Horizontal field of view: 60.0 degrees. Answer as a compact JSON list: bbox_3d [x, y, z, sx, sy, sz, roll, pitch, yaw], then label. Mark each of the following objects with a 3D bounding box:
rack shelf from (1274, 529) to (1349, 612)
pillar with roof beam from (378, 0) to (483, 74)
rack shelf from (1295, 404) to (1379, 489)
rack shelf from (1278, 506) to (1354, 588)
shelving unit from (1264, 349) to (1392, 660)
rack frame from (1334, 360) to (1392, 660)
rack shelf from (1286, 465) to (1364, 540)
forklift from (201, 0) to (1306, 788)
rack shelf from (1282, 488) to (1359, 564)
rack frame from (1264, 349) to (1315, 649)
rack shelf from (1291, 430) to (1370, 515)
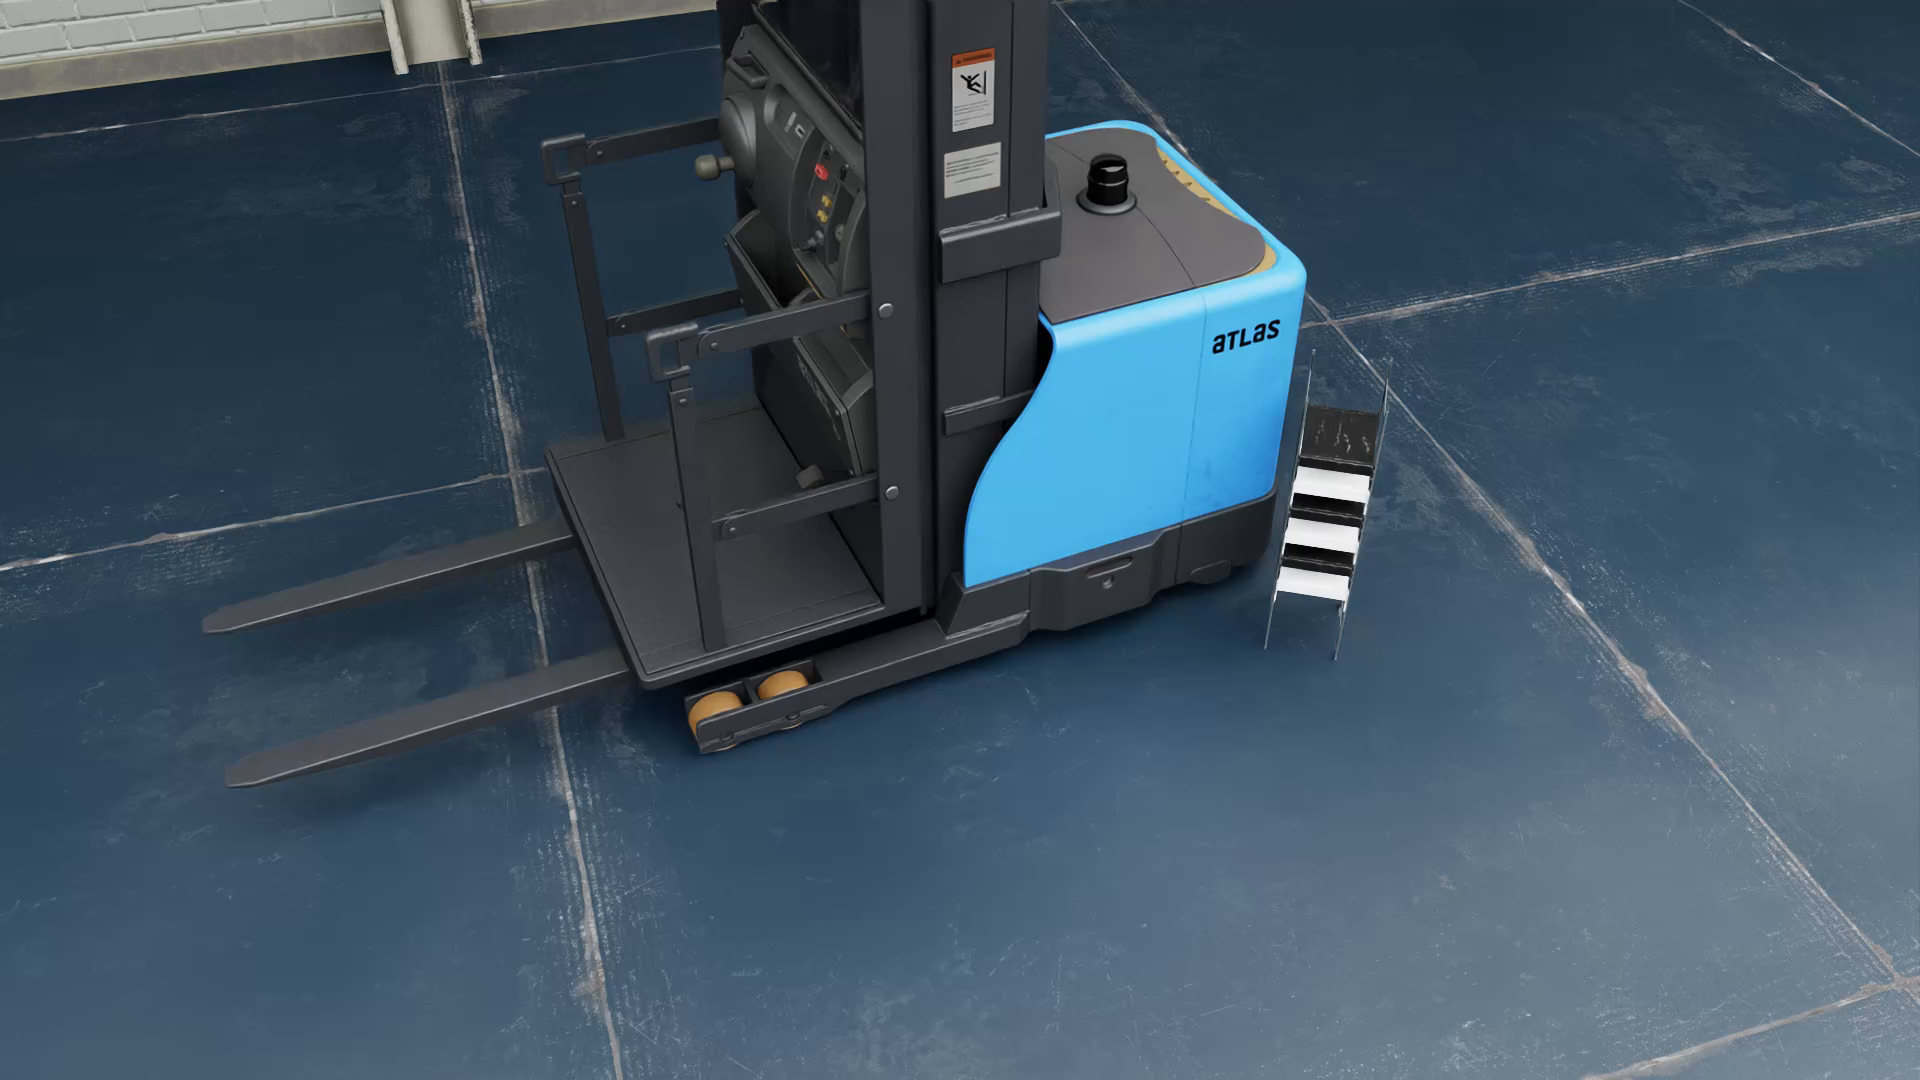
[{"bbox_3d":[1.023,0.080,4.799,0.200,0.077,0.258,9,42,10],"label":"rack shelf"},{"bbox_3d":[-1.184,-2.985,1.827,0.400,9.000,9.100,-12,42,-13],"label":"pillar with roof beam"},{"bbox_3d":[1.023,-0.259,4.503,0.200,0.077,0.258,9,42,10],"label":"rack shelf"},{"bbox_3d":[1.023,0.012,4.739,0.200,0.077,0.258,9,42,10],"label":"rack shelf"},{"bbox_3d":[1.023,-0.081,4.658,0.210,0.900,0.258,9,42,10],"label":"shelving unit"},{"bbox_3d":[1.121,-0.065,4.641,0.006,0.900,0.240,9,42,10],"label":"rack frame"},{"bbox_3d":[1.023,-0.123,4.621,0.200,0.077,0.258,9,42,10],"label":"rack shelf"},{"bbox_3d":[-0.608,-0.920,4.076,3.031,2.935,1.130,-17,44,-18],"label":"forklift"},{"bbox_3d":[1.023,-0.055,4.680,0.200,0.077,0.258,9,42,10],"label":"rack shelf"},{"bbox_3d":[0.924,-0.096,4.676,0.006,0.900,0.240,9,42,10],"label":"rack frame"},{"bbox_3d":[1.023,-0.191,4.562,0.200,0.077,0.258,9,42,10],"label":"rack shelf"}]
